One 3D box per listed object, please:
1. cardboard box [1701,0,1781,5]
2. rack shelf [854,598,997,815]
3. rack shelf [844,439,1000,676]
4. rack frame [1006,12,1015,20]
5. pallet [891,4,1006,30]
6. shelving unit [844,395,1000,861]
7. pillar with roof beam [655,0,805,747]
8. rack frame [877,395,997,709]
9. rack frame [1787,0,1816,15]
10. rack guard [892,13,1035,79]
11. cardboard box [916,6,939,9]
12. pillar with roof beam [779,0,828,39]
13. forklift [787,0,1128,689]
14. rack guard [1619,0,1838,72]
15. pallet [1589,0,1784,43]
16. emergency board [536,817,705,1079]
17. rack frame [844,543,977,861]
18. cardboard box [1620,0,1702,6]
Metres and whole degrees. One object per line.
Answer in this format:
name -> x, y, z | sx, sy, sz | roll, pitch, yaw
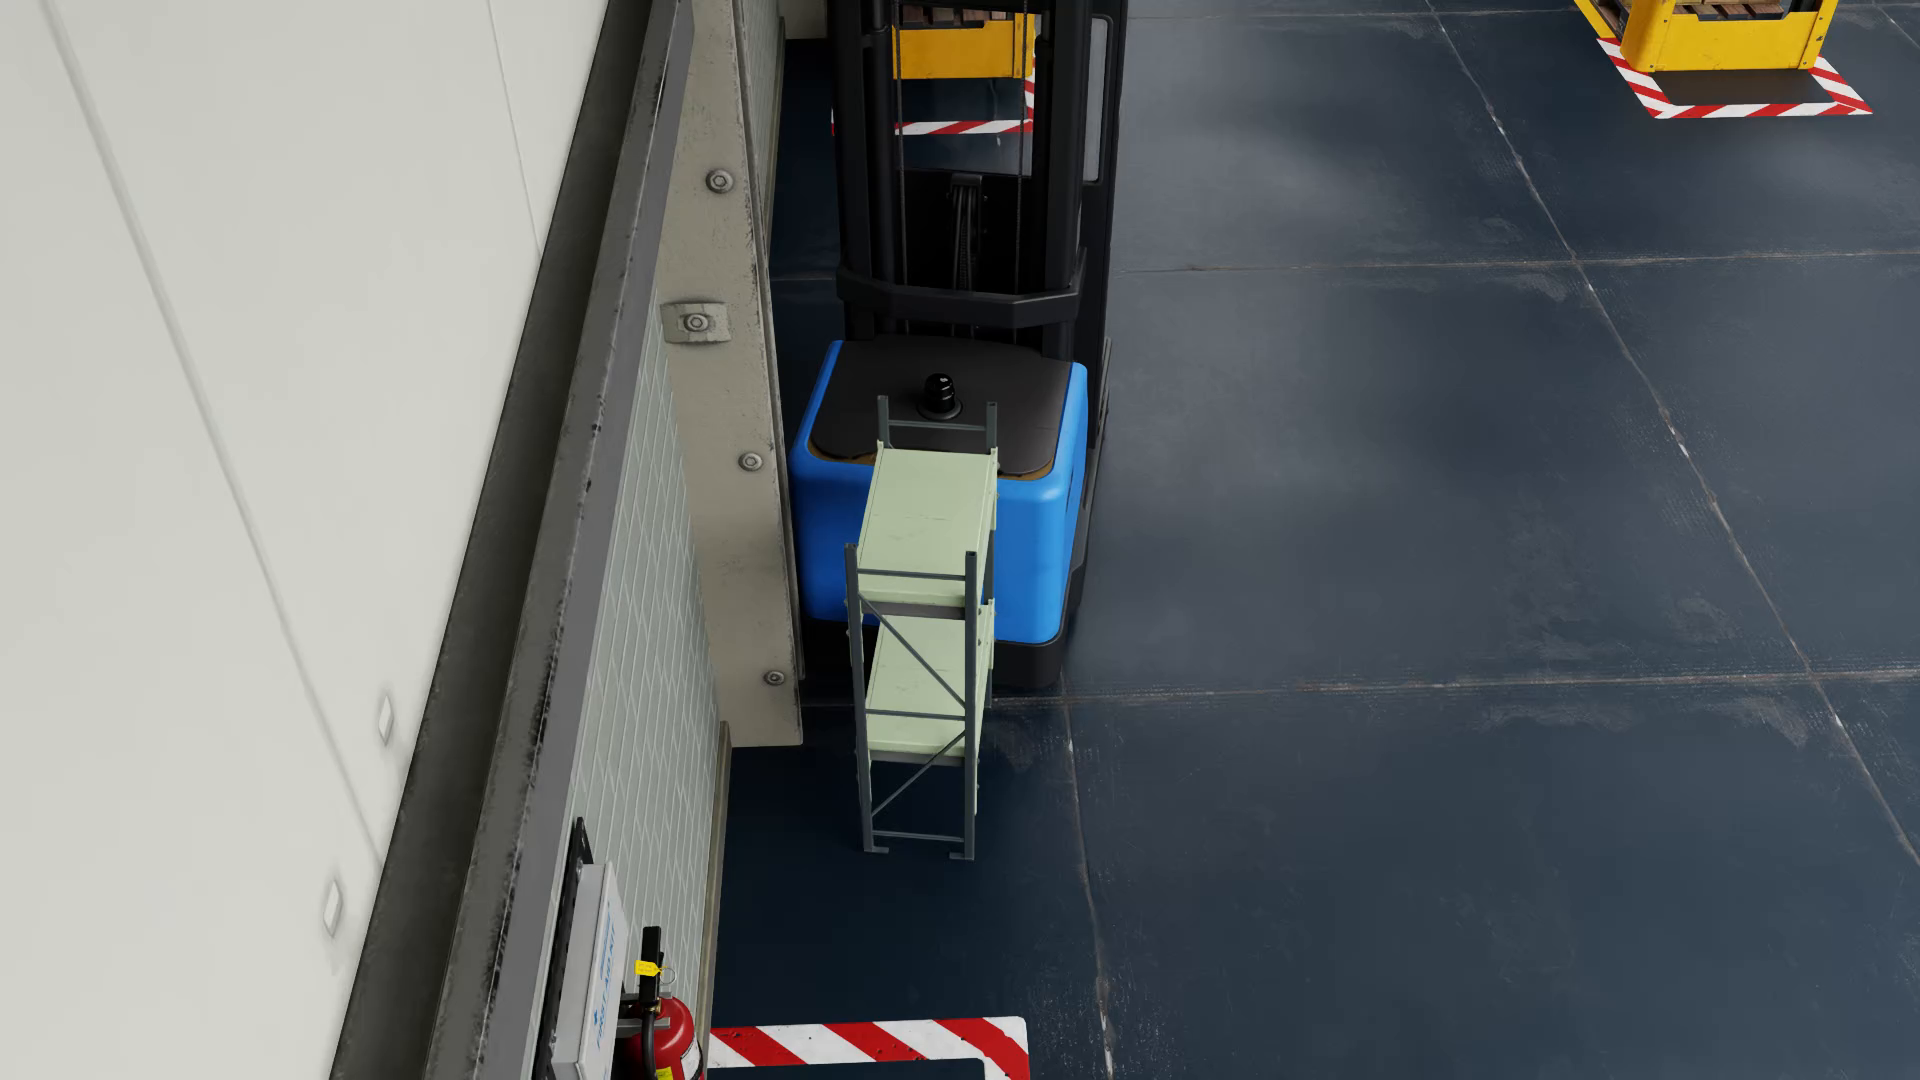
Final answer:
cardboard box -> 5.019, -3.706, 10.797 | 0.500, 0.250, 0.500 | -2, 43, -2
rack shelf -> -0.113, 0.576, 5.994 | 0.431, 0.370, 0.720 | 4, 43, 4
rack shelf -> -0.113, 0.048, 5.510 | 0.431, 0.370, 0.720 | 4, 43, 4
rack frame -> -0.129, -4.052, 9.451 | 1.000, 3.000, 0.127 | -2, 43, -2
pallet -> -0.132, -3.625, 11.048 | 1.003, 0.211, 1.213 | -2, 43, -2
shelving unit -> -0.113, 0.336, 5.774 | 0.431, 1.500, 0.755 | 4, 43, 4
pillar with roof beam -> 3.533, -2.784, 3.628 | 9.100, 9.000, 0.400 | -2, 43, -2
rack frame -> -0.077, 0.089, 6.042 | 0.400, 1.500, 0.023 | 4, 43, 4
rack frame -> 4.820, -4.197, 9.608 | 1.000, 3.000, 0.127 | -2, 43, -2
rack guard -> -0.132, -3.182, 10.351 | 1.175, 0.500, 0.348 | -2, 43, -2
cardboard box -> -0.069, -3.693, 10.723 | 0.500, 0.311, 0.500 | -6, 43, -7
pillar with roof beam -> 3.278, -6.835, 8.047 | 9.100, 9.000, 0.400 | -2, 43, -2
forklift -> 0.099, -1.501, 6.718 | 1.130, 2.935, 3.031 | 6, 43, 7
rack guard -> 4.821, -3.259, 10.435 | 1.175, 0.500, 0.348 | -2, 43, -2
pallet -> 4.746, -3.684, 11.112 | 1.003, 0.211, 1.213 | -2, 43, -2
emergency board -> -0.702, 1.220, 3.699 | 0.194, 1.169, 0.643 | -2, 43, -2
rack frame -> -0.149, 0.582, 5.505 | 0.400, 1.500, 0.023 | 4, 43, 4
cardboard box -> 4.502, -3.691, 10.781 | 0.500, 0.250, 0.500 | -2, 43, -2
